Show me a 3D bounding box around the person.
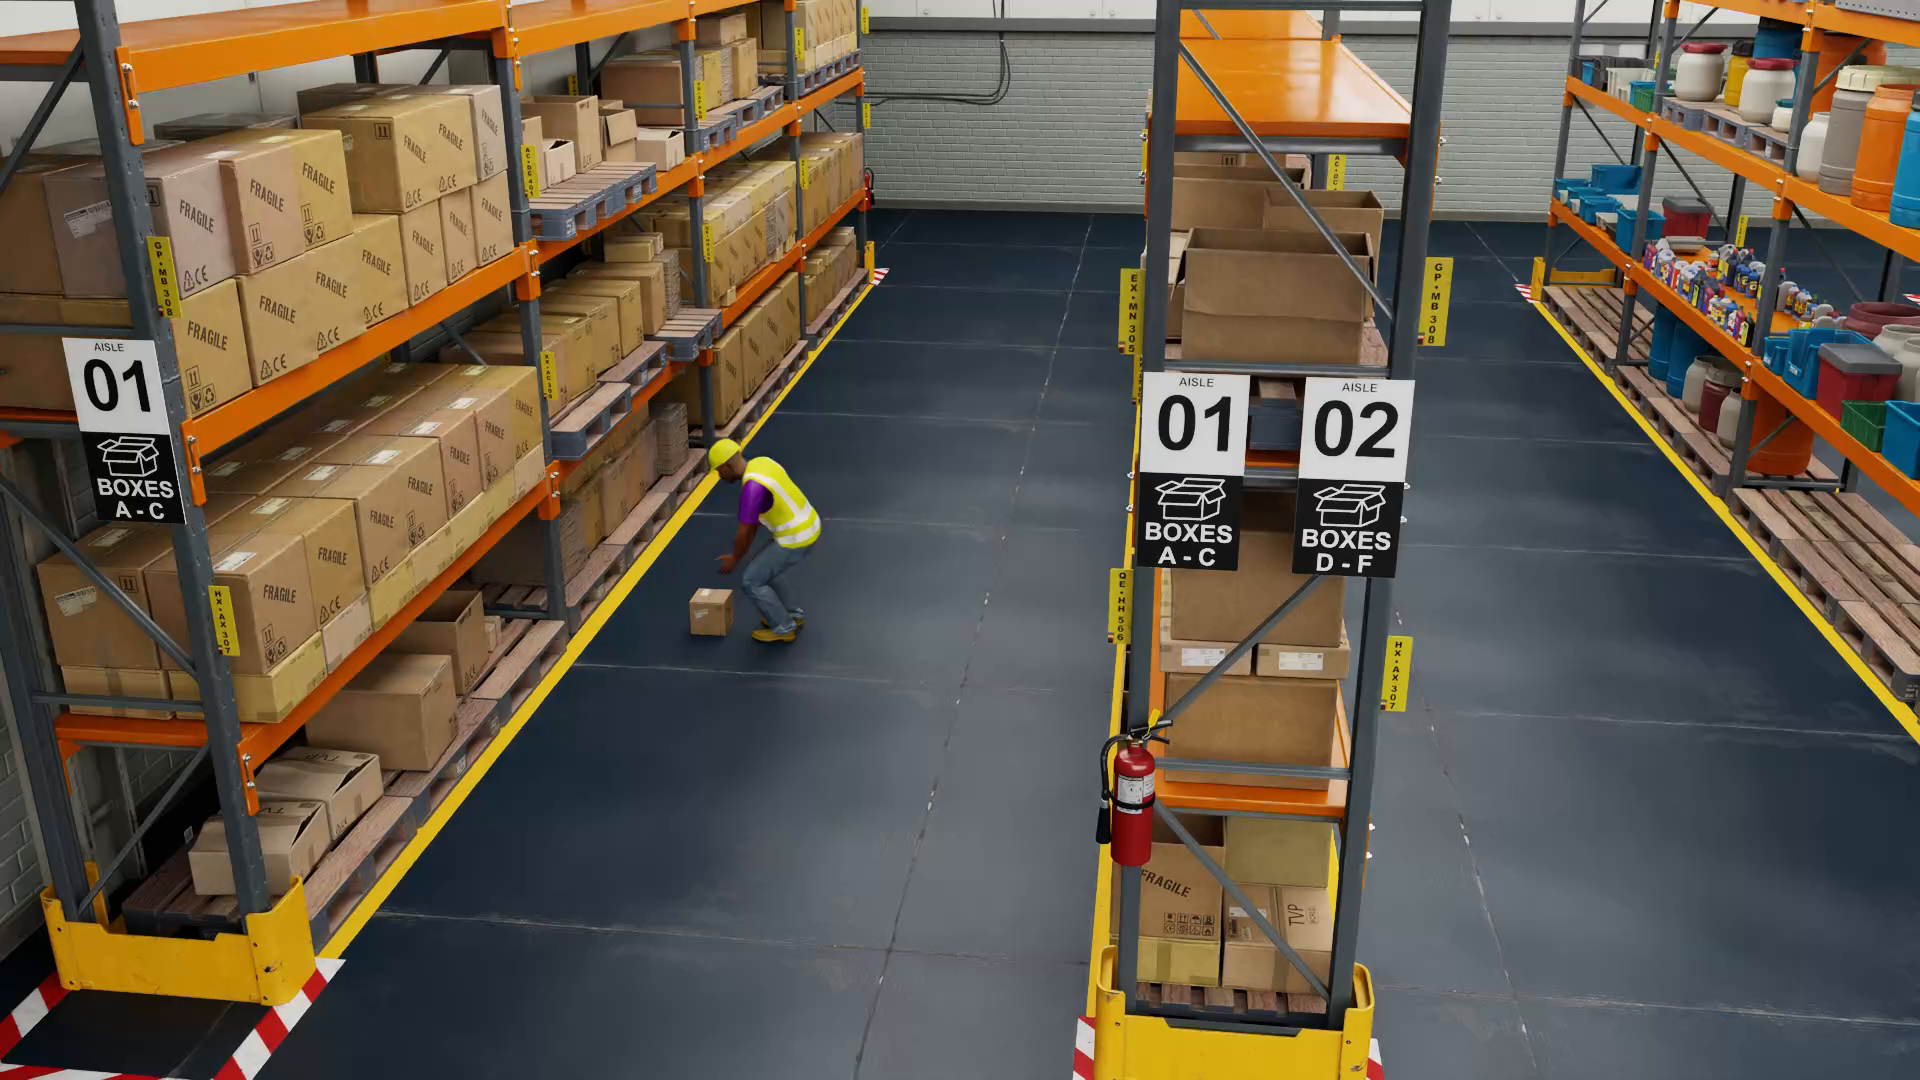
[{"bbox_3d":[-1.348,-0.005,11.528,0.747,1.432,0.631,3,21,7],"label":"person"}]
